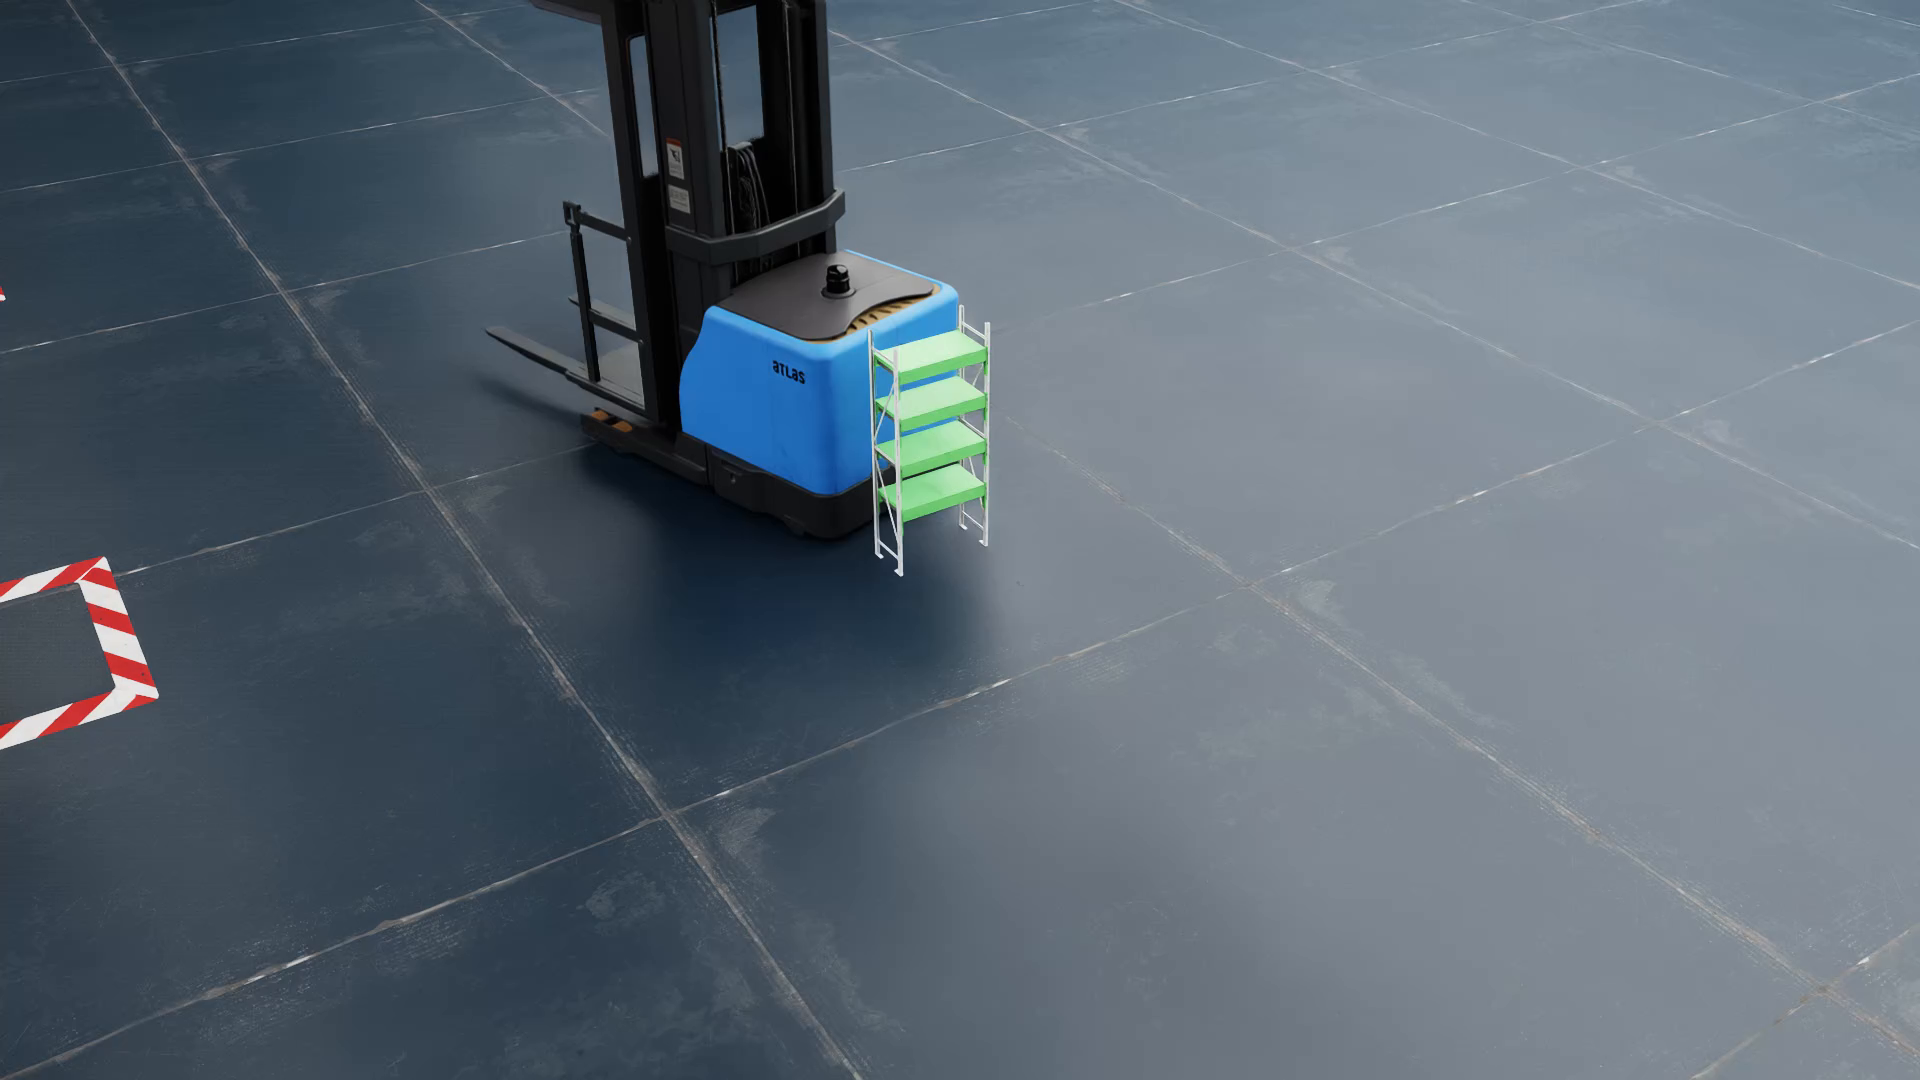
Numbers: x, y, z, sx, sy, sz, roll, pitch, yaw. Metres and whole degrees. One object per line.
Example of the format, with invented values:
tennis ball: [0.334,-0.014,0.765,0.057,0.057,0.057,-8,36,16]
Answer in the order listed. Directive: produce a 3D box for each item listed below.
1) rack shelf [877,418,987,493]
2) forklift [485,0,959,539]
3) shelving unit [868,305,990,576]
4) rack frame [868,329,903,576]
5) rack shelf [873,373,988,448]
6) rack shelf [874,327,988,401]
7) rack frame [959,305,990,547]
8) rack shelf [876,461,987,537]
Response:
rack shelf: [-0.139,-0.406,7.888,0.480,0.148,0.258,-19,37,-27]
forklift: [-1.438,-1.900,8.515,3.031,2.935,1.130,25,40,33]
shelving unit: [-0.139,-0.460,7.854,0.503,1.200,0.258,-19,37,-27]
rack frame: [-0.344,-0.389,7.742,0.015,1.200,0.240,-19,37,-27]
rack shelf: [-0.139,-0.609,7.760,0.480,0.148,0.258,-19,37,-27]
rack shelf: [-0.139,-0.812,7.632,0.480,0.148,0.258,-19,37,-27]
rack frame: [0.066,-0.530,7.966,0.015,1.200,0.240,-19,37,-27]
rack shelf: [-0.139,-0.203,8.016,0.480,0.148,0.258,-19,37,-27]
